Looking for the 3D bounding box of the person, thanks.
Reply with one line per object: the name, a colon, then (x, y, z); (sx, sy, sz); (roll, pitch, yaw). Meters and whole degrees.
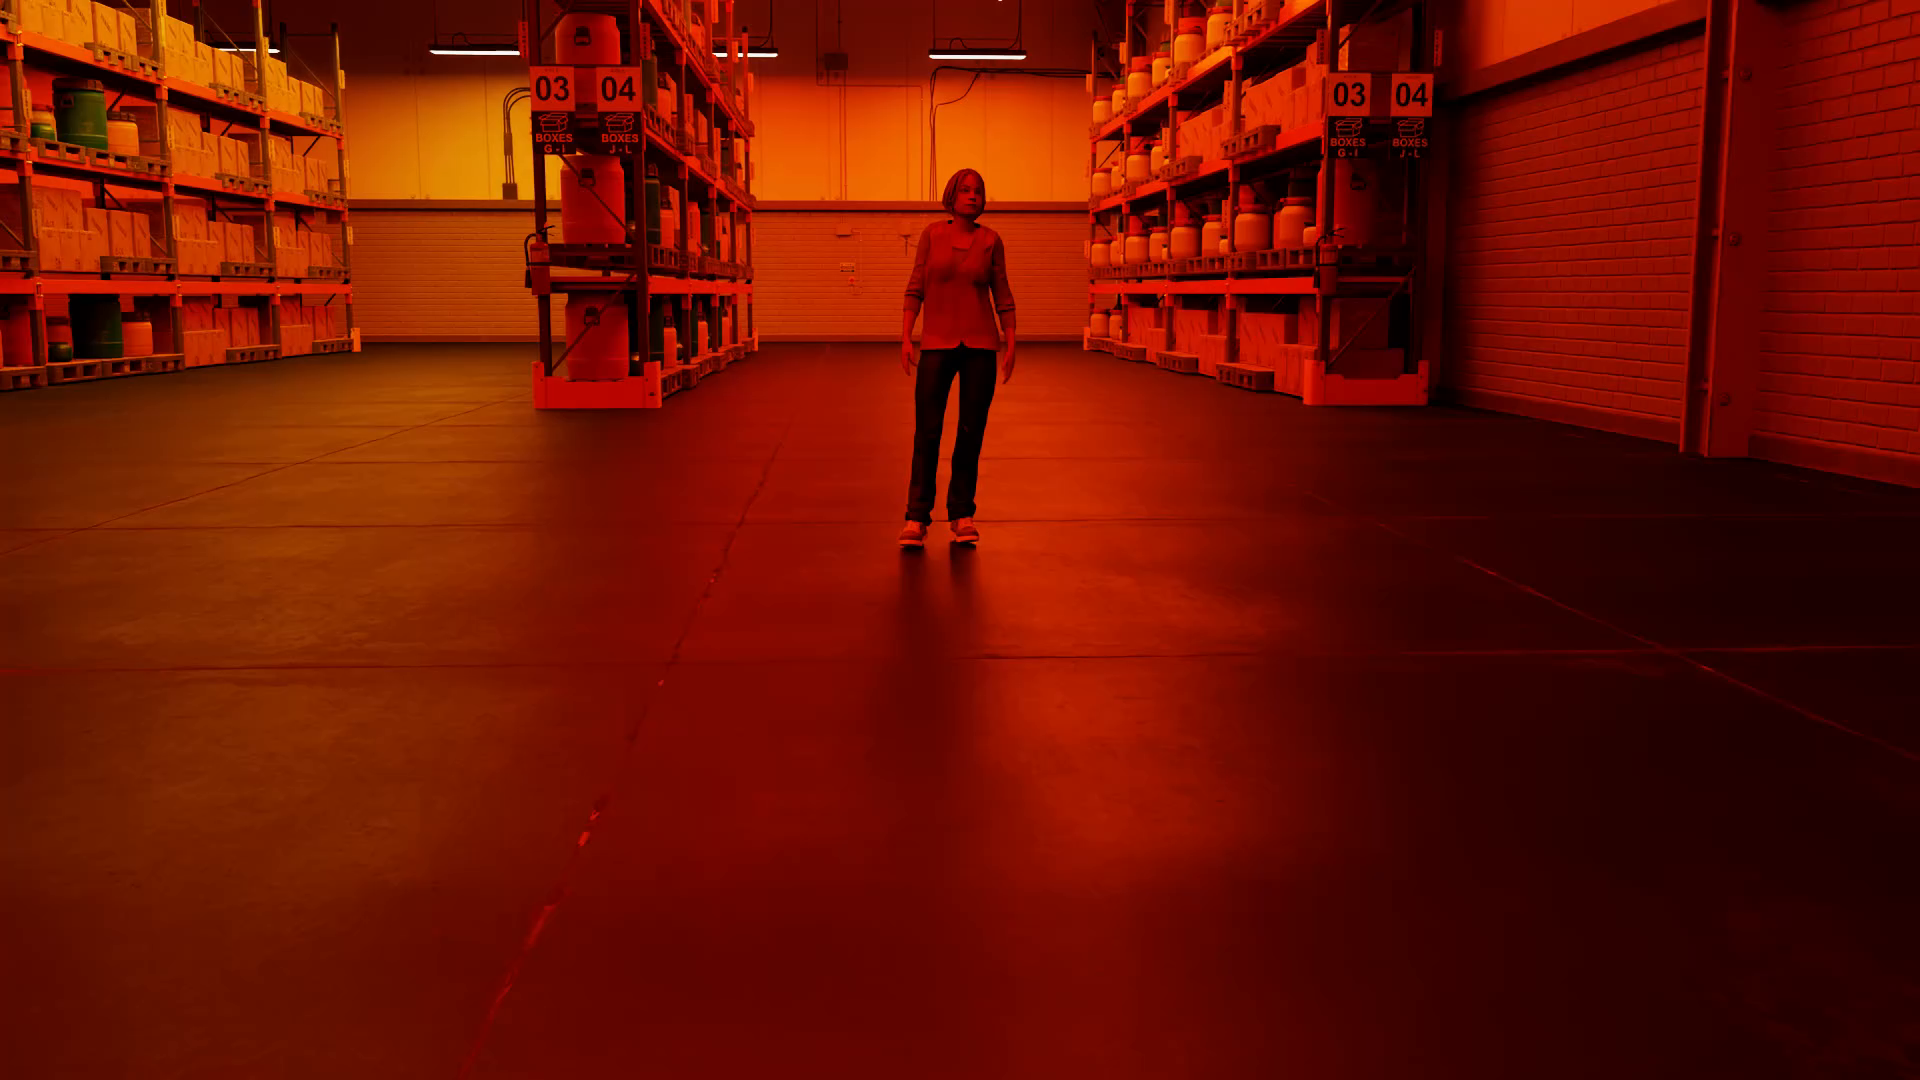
person: (-0.010, -0.786, 7.118); (0.520, 1.597, 0.476); (-1, 8, -4)
